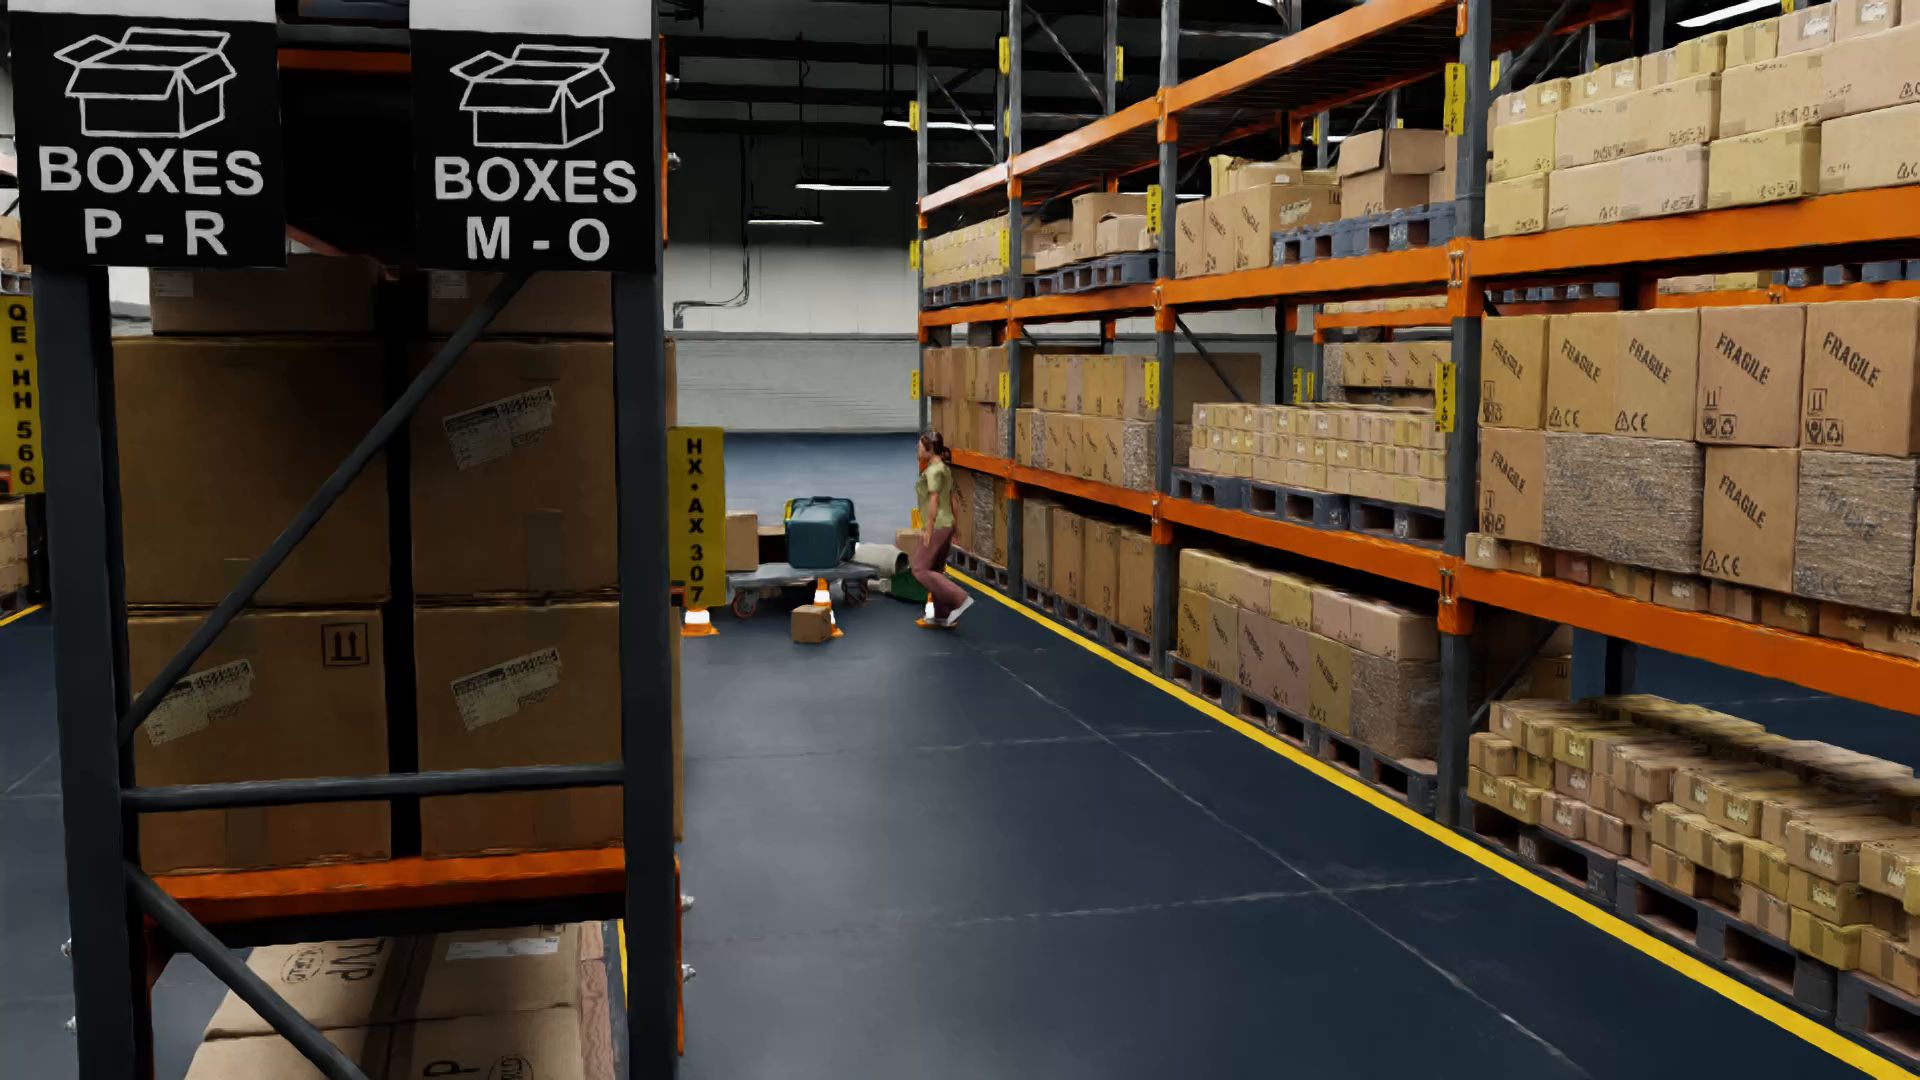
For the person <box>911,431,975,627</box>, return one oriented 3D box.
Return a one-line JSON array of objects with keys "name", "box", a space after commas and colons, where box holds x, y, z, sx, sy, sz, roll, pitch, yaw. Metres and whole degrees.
[{"name": "person", "box": [-0.106, 0.026, 13.765, 0.515, 1.431, 0.550, 1, 6, 13]}]
